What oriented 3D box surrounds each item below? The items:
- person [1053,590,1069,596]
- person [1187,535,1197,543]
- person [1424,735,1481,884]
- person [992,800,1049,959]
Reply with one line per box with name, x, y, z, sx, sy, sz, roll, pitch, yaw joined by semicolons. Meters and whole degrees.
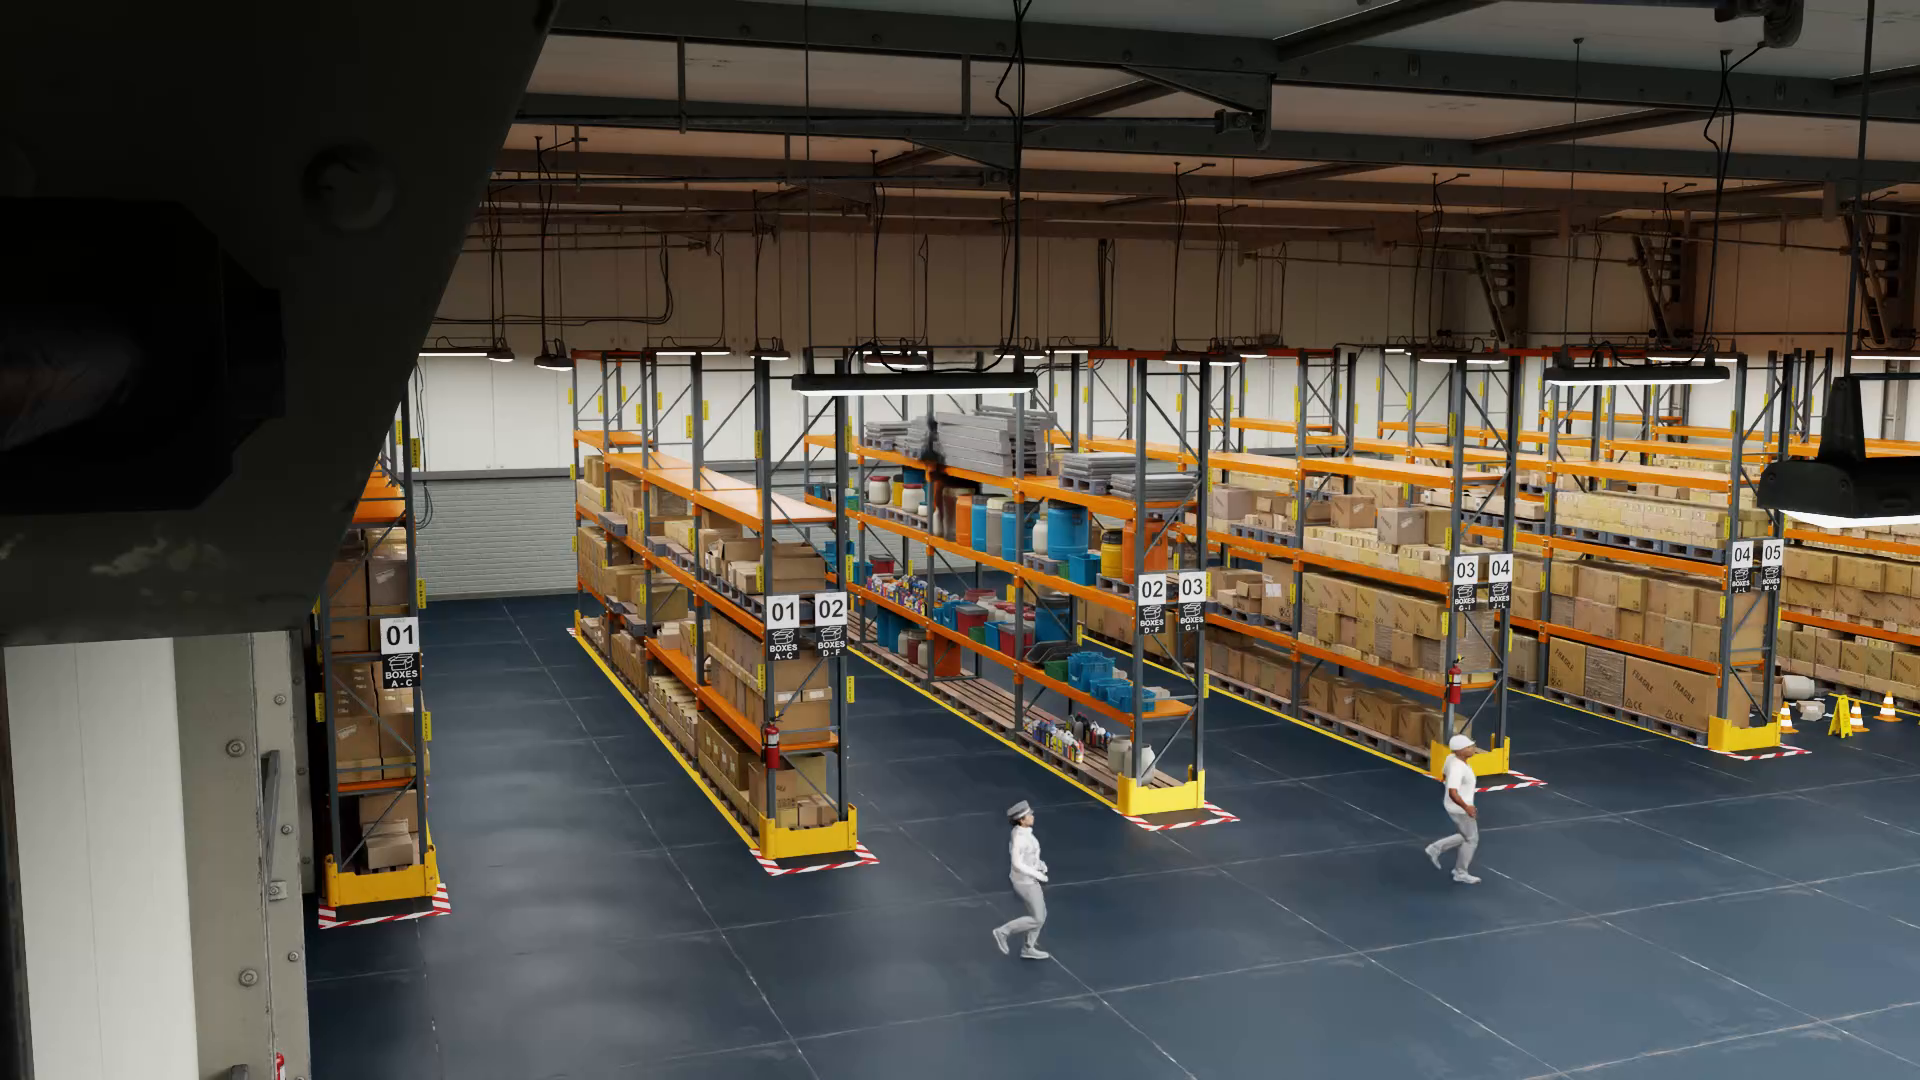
person;1.868;1.481;30.492;0.535;1.557;0.512;-4;8;-30
person;5.757;0.354;41.544;0.923;1.615;0.603;0;7;2
person;5.716;3.098;19.223;0.640;1.735;0.694;1;7;7
person;0.615;3.431;16.802;0.580;1.647;0.616;0;7;-1
